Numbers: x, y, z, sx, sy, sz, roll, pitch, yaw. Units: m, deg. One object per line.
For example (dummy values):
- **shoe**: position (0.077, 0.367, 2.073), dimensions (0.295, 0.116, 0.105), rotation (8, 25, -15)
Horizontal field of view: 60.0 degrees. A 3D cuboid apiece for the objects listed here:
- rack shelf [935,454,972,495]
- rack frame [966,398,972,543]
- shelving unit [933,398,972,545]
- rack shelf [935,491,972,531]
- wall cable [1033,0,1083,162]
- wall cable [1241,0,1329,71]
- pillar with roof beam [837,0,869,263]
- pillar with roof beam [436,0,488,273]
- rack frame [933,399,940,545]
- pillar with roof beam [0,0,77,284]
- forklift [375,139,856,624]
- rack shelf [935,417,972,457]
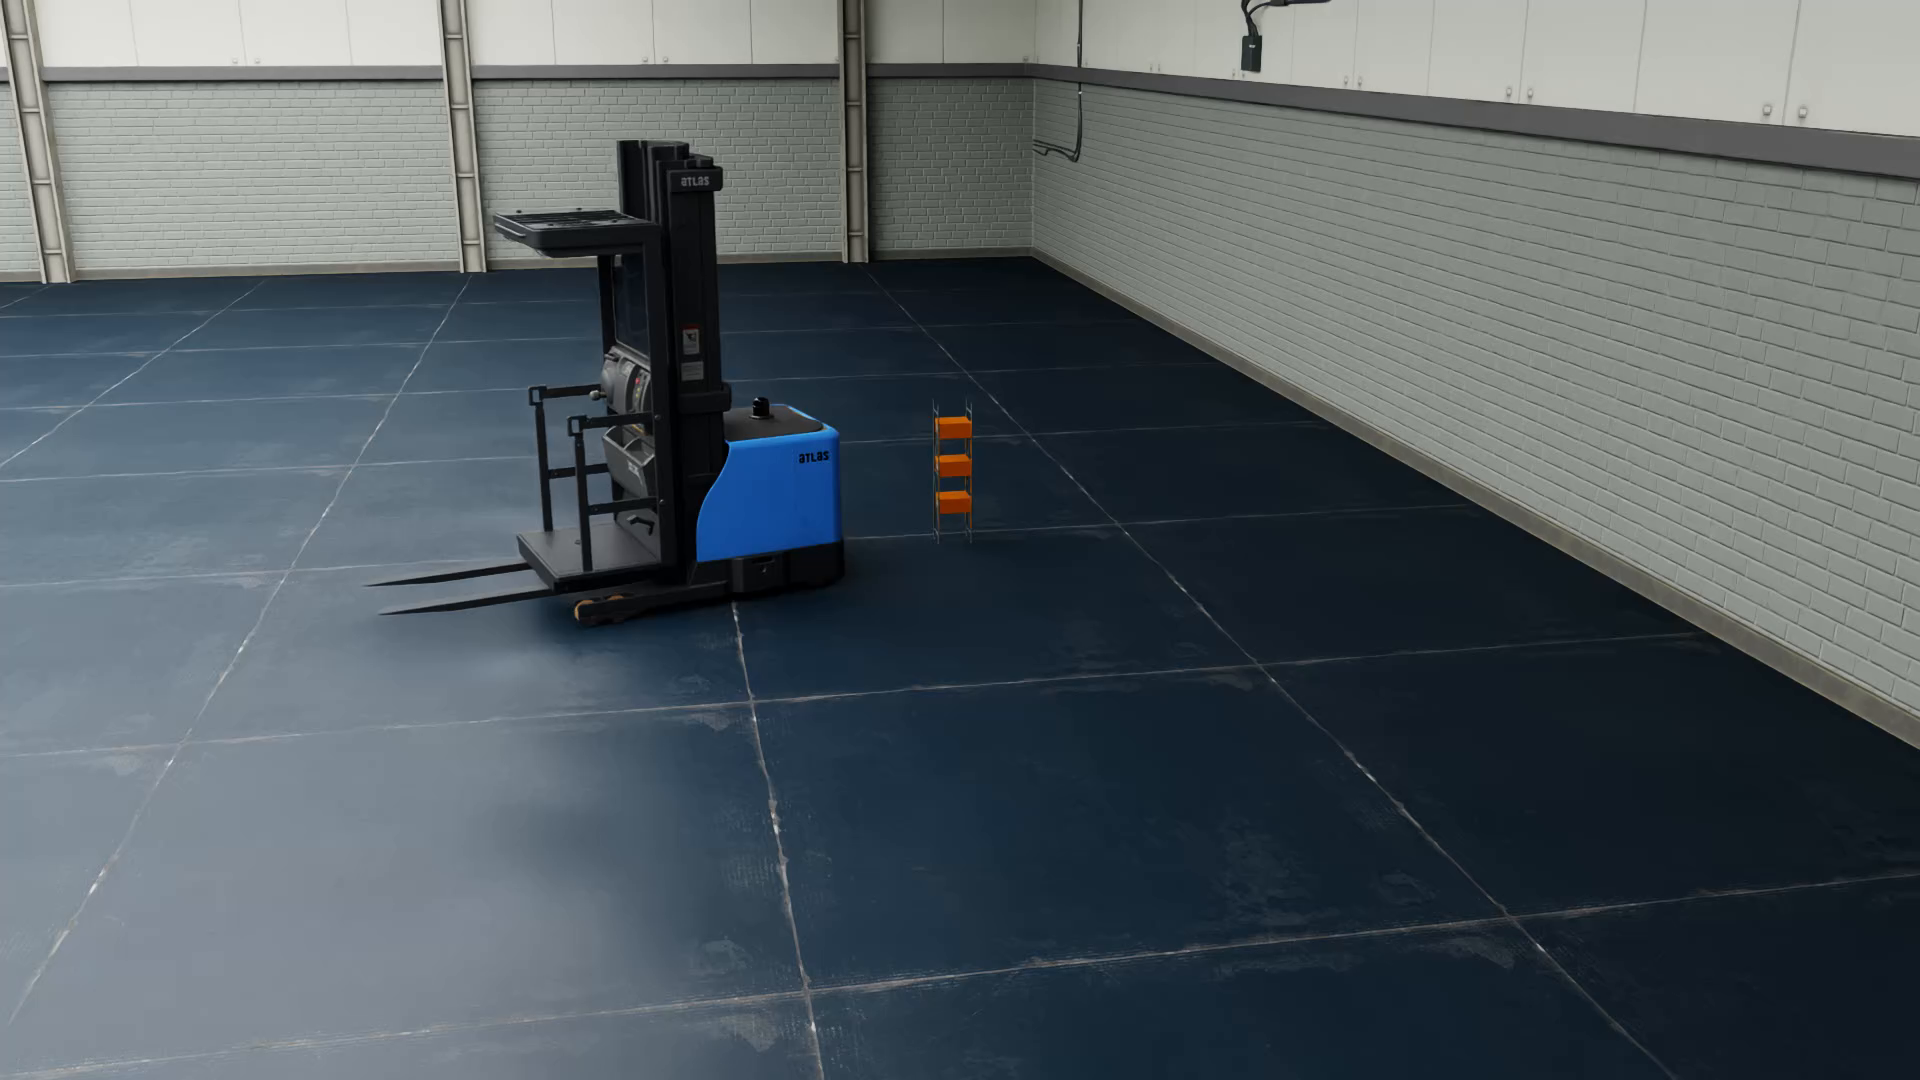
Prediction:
- **rack shelf**: position (-0.053, -0.489, 12.151), dimensions (0.240, 0.259, 0.215), rotation (-3, 17, -10)
- **rack frame**: position (0.067, -0.506, 12.170), dimensions (0.008, 1.050, 0.200), rotation (-3, 17, -10)
- **shelving unit**: position (-0.053, -0.499, 12.148), dimensions (0.252, 1.050, 0.215), rotation (-3, 17, -10)
- **rack shelf**: position (-0.053, -0.223, 12.233), dimensions (0.240, 0.259, 0.215), rotation (-3, 17, -10)
- **wall cable**: position (1.440, -7.138, 25.515), dimensions (0.112, 2.526, 3.097), rotation (-3, 17, -10)
- **wall cable**: position (3.226, -7.511, 15.646), dimensions (0.169, 6.003, 2.305), rotation (-3, 17, -10)
- **pillar with roof beam**: position (-0.886, -7.599, 21.725), dimensions (0.400, 9.000, 9.100), rotation (-3, 17, -10)
- **pillar with roof beam**: position (-6.777, -7.265, 20.637), dimensions (0.400, 9.000, 9.100), rotation (-3, 17, -10)
- **rack frame**: position (-0.172, -0.492, 12.126), dimensions (0.008, 1.050, 0.200), rotation (-3, 17, -10)
- **pillar with roof beam**: position (-12.668, -6.930, 19.549), dimensions (0.400, 9.000, 9.100), rotation (-3, 17, -10)
- **forklift**: position (-2.262, -1.041, 10.711), dimensions (3.031, 2.935, 1.130), rotation (-9, 19, -26)
- **rack shelf**: position (-0.053, -0.760, 12.068), dimensions (0.240, 0.259, 0.215), rotation (-3, 17, -10)
